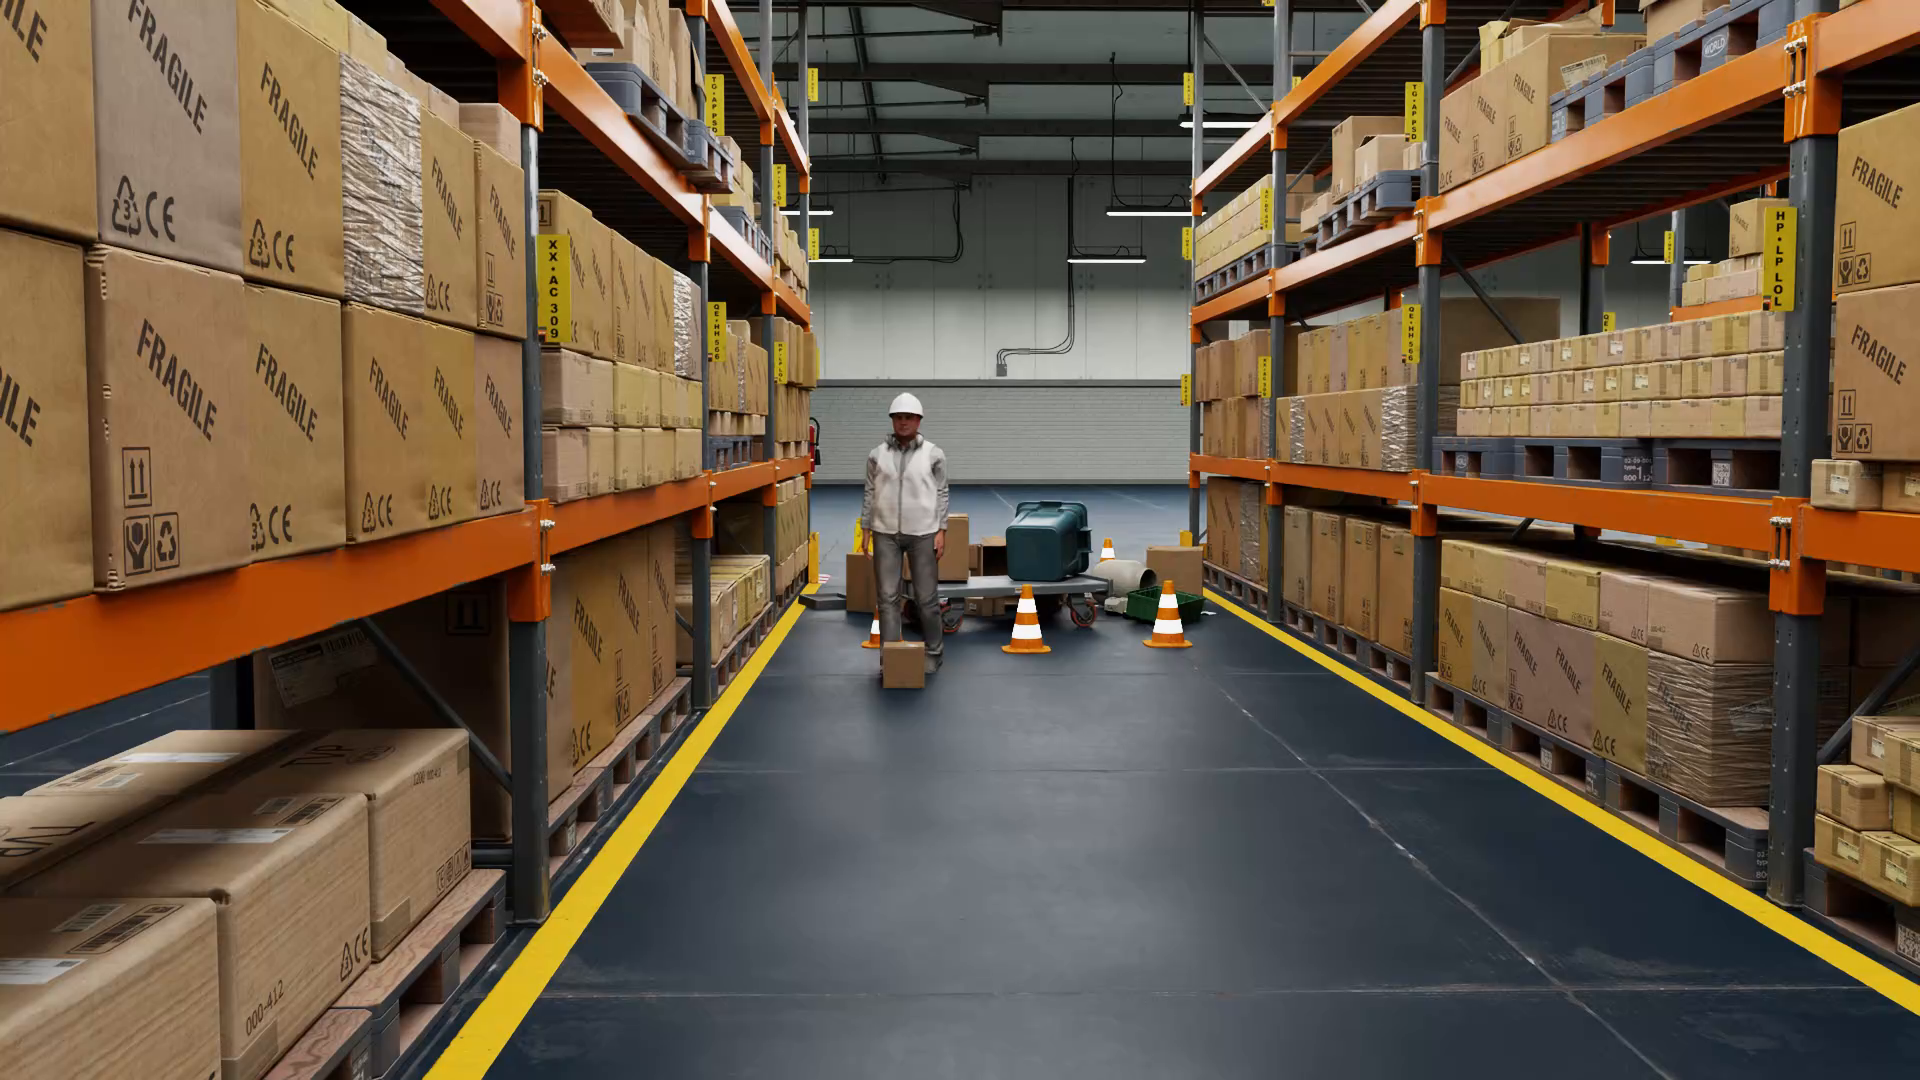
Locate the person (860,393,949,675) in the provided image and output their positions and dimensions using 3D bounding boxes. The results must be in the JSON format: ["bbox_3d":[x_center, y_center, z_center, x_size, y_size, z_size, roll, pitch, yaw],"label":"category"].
[{"bbox_3d":[-0.357,-0.027,10.506,0.559,1.791,0.597,1,4,8],"label":"person"}]
